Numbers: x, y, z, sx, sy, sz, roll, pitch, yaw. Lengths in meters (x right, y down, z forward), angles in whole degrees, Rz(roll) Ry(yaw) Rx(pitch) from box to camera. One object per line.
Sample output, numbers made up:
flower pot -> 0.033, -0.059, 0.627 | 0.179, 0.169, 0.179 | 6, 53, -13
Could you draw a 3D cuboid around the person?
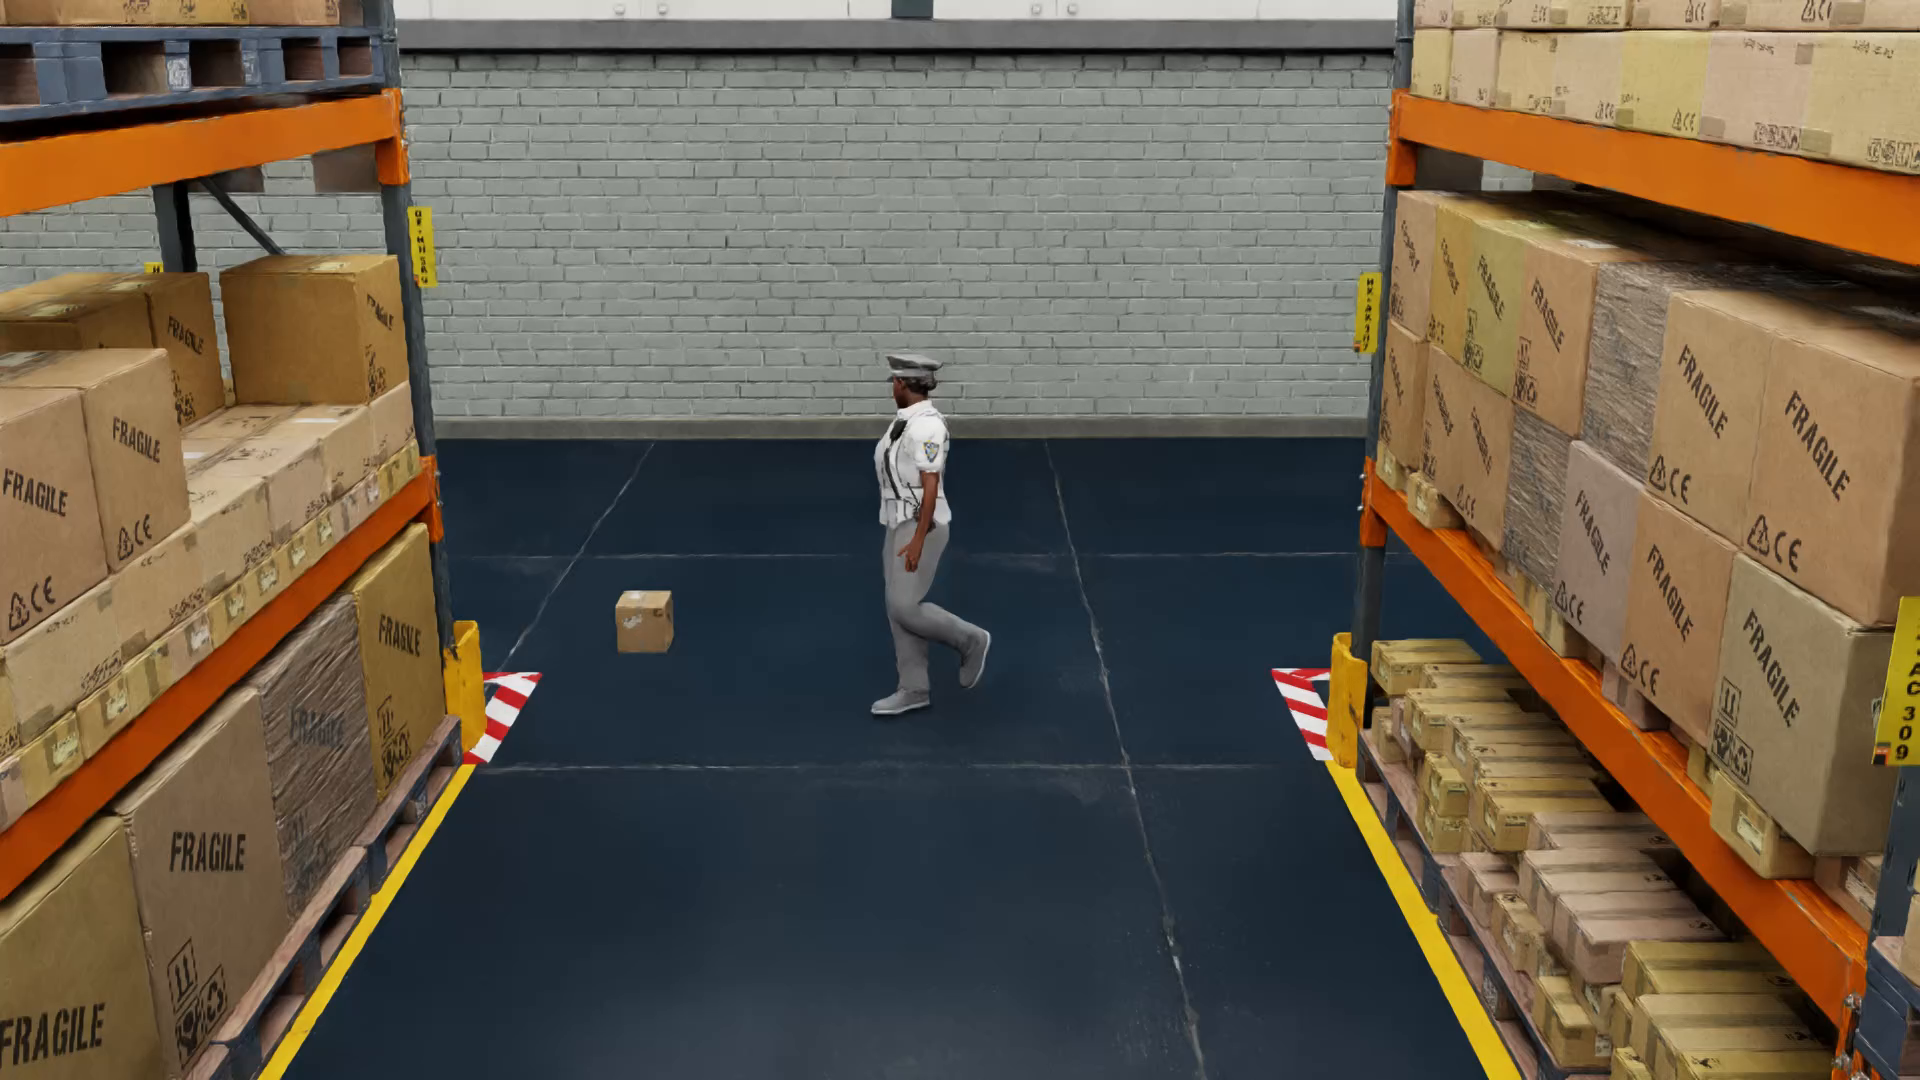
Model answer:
person -> -0.199, -0.034, 7.709 | 0.577, 1.631, 0.533 | -7, 18, -21
